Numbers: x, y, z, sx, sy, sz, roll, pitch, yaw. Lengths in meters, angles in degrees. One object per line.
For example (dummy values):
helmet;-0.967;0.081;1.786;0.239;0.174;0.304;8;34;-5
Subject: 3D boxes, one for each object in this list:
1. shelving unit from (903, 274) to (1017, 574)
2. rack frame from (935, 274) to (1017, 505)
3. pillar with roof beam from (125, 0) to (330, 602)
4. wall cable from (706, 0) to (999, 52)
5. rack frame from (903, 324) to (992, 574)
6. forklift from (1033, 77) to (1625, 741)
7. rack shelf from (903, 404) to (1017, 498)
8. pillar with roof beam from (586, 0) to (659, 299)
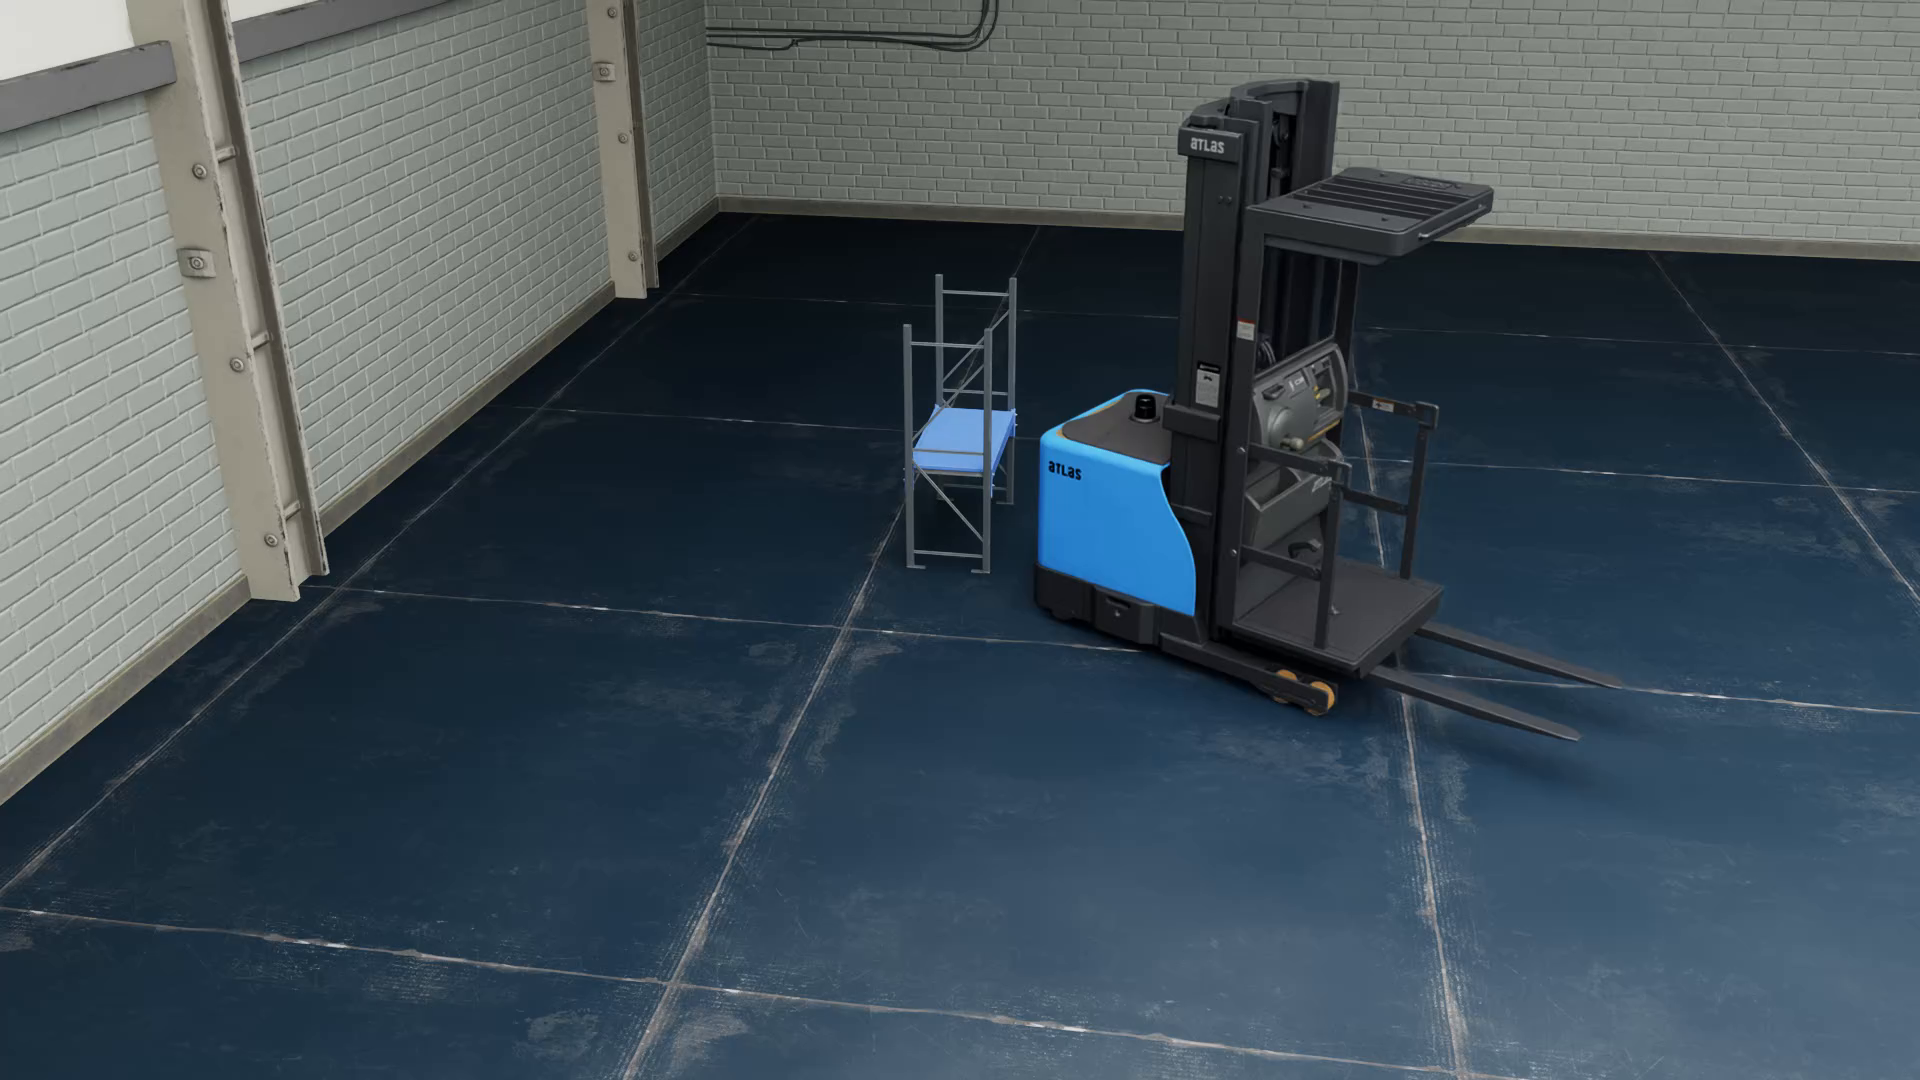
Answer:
shelving unit;0.014;-0.715;10.008;0.538;1.500;1.048;4;25;9
rack frame;0.097;-0.928;10.462;0.500;1.500;0.032;4;25;9
pillar with roof beam;0.332;-3.519;7.153;9.100;9.000;0.400;4;25;9
wall cable;-1.149;-6.061;16.246;3.097;2.526;0.112;4;25;9
rack frame;-0.069;-0.502;9.554;0.500;1.500;0.032;4;25;9
forklift;1.886;-0.700;8.288;3.031;2.935;1.130;18;31;34
rack shelf;0.014;-0.552;10.085;0.538;0.185;1.000;4;25;9
pillar with roof beam;1.313;-6.028;12.514;9.100;9.000;0.400;4;25;9
